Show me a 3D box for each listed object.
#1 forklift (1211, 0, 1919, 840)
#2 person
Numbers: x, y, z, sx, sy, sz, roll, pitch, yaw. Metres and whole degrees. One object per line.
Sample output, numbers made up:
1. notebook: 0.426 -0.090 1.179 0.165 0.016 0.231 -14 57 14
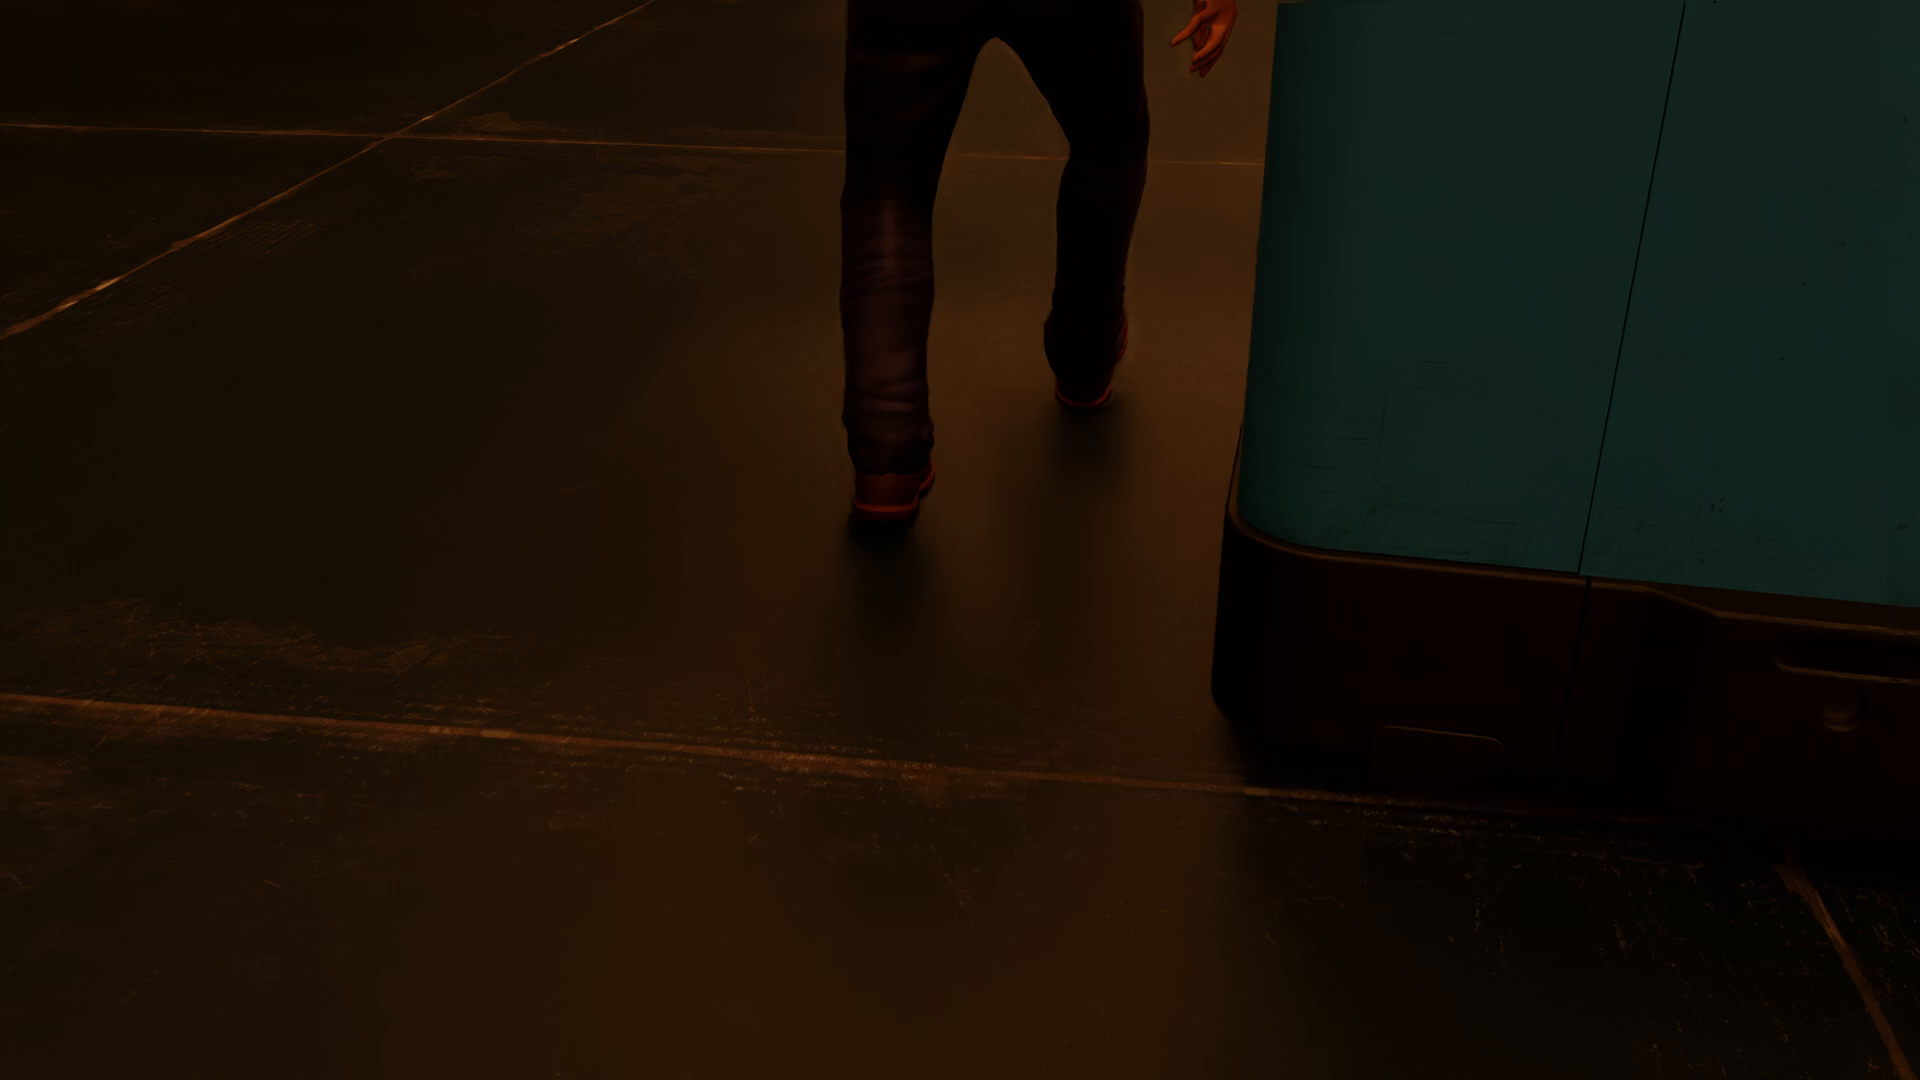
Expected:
1. forklift: 1.871 -1.106 1.434 3.031 2.935 1.130 6 27 11
2. person: 0.096 -0.875 2.511 0.626 1.585 0.822 1 27 2
